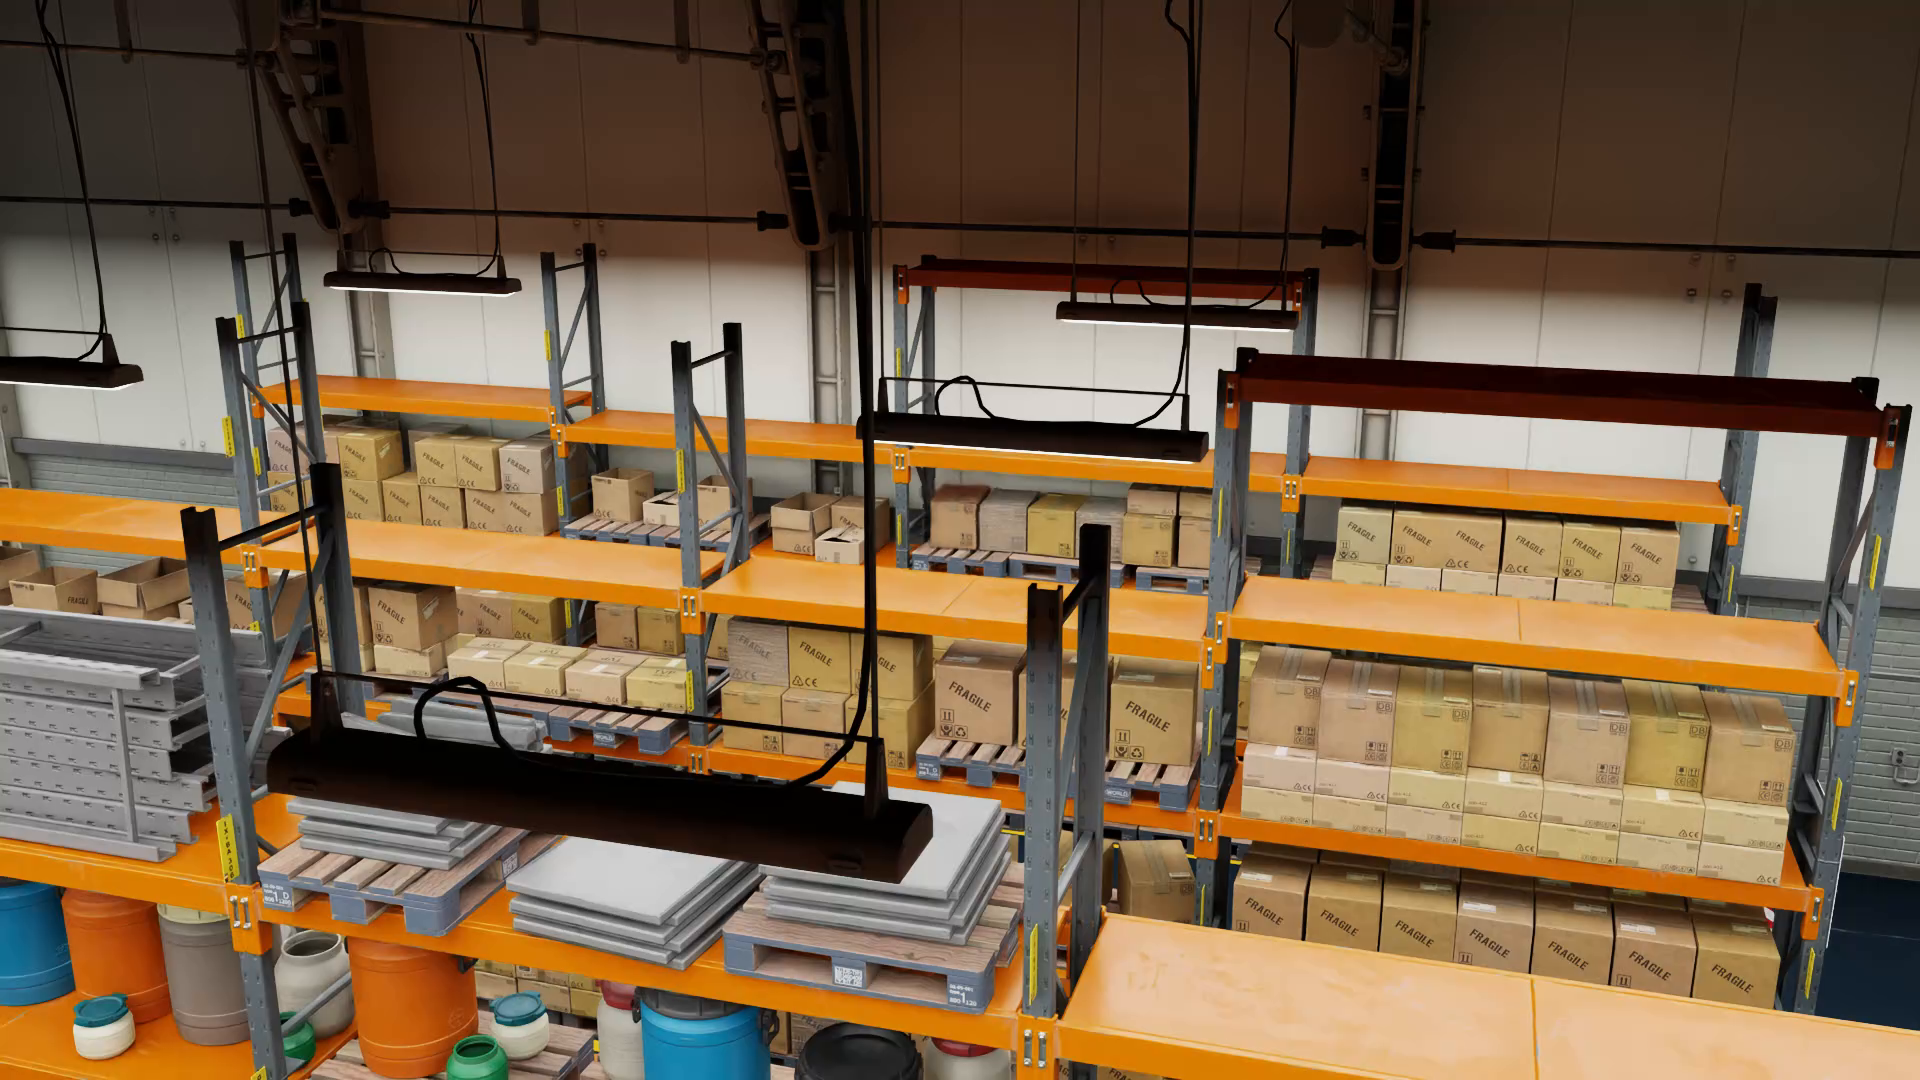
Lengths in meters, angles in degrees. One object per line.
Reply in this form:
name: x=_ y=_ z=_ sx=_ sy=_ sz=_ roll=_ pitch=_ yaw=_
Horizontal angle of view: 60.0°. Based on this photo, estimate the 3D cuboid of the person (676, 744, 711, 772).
person: x=-2.682 y=2.420 z=16.835 sx=0.602 sy=1.497 sz=0.454 roll=8 pitch=18 yaw=27

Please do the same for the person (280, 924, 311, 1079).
person: x=-5.581 y=3.552 z=13.202 sx=1.026 sy=1.735 sz=0.554 roll=3 pitch=16 yaw=12
